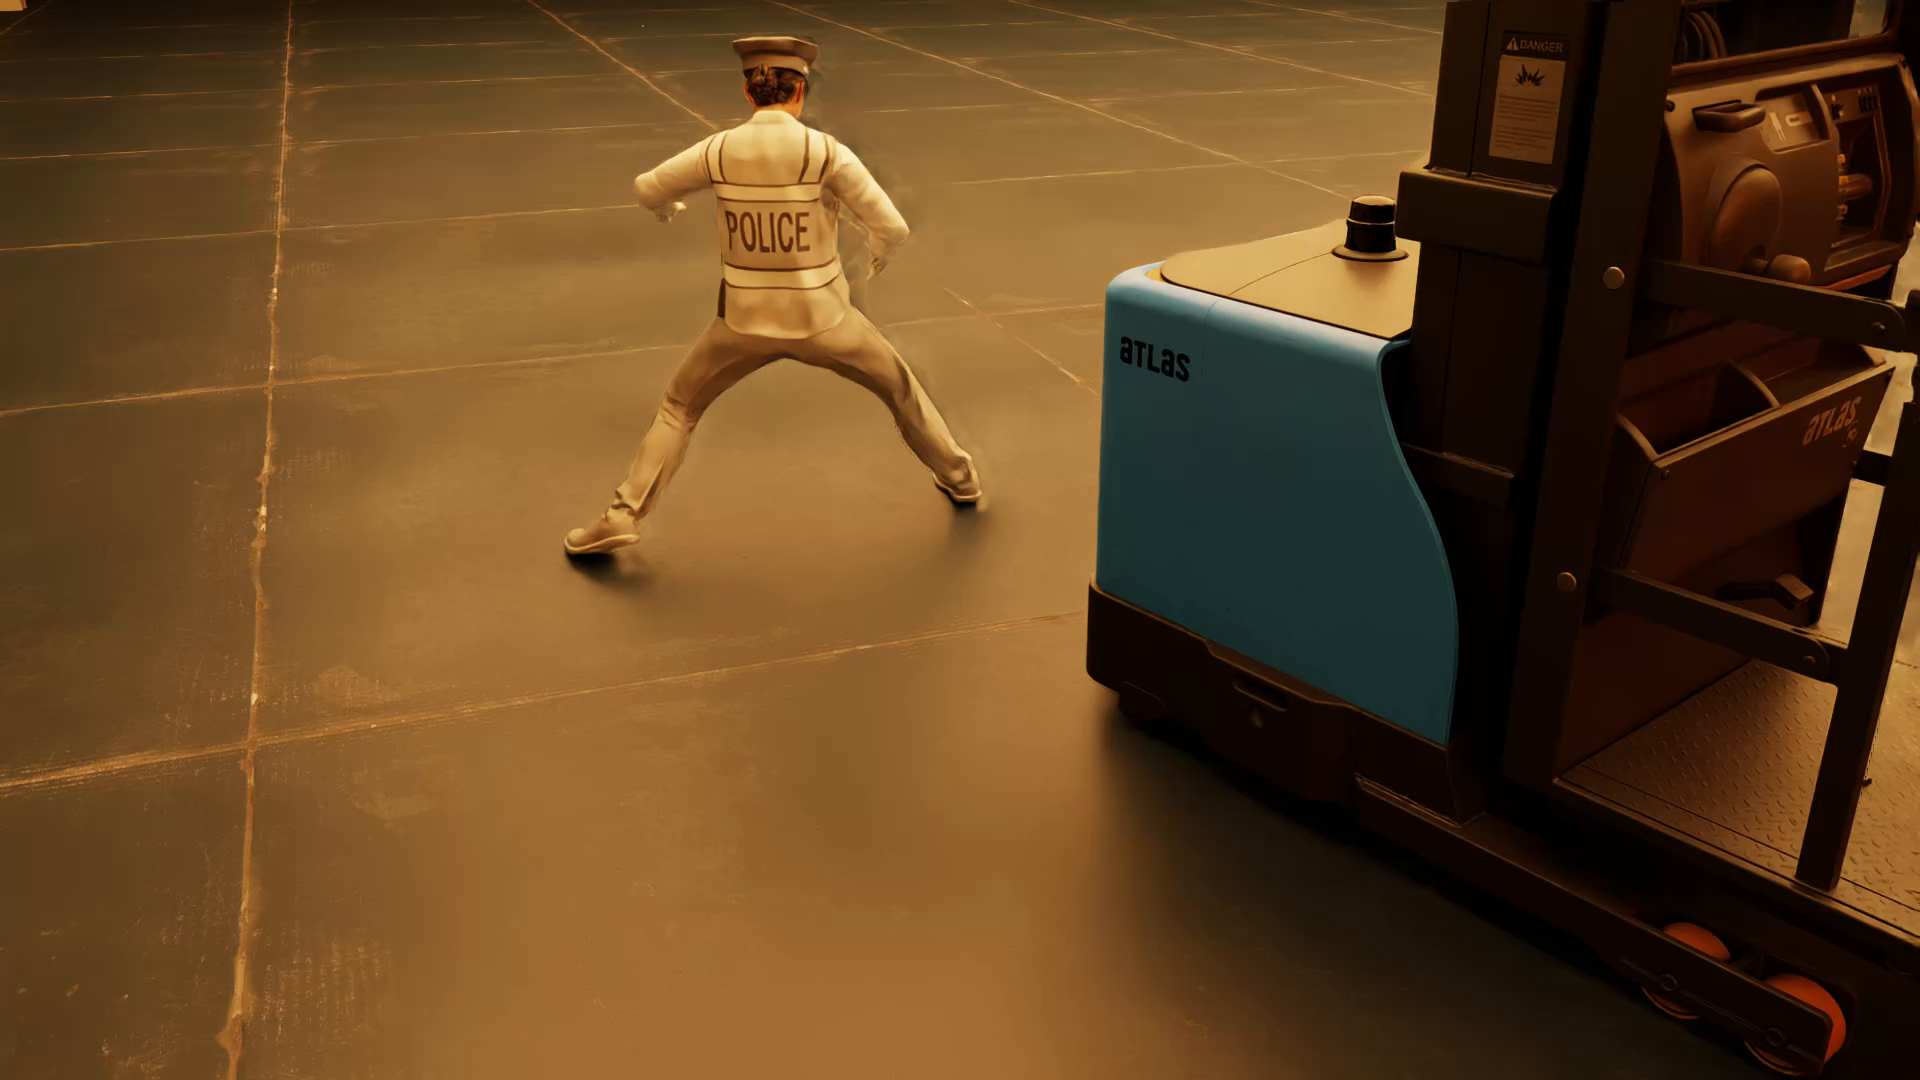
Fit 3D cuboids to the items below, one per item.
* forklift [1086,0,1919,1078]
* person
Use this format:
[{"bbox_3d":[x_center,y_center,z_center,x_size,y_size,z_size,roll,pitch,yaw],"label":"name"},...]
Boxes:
[{"bbox_3d":[1.644,-0.648,2.839,1.130,2.935,3.031,-18,29,-36],"label":"forklift"},{"bbox_3d":[-0.550,-0.738,4.932,1.194,1.484,0.893,3,23,6],"label":"person"}]
